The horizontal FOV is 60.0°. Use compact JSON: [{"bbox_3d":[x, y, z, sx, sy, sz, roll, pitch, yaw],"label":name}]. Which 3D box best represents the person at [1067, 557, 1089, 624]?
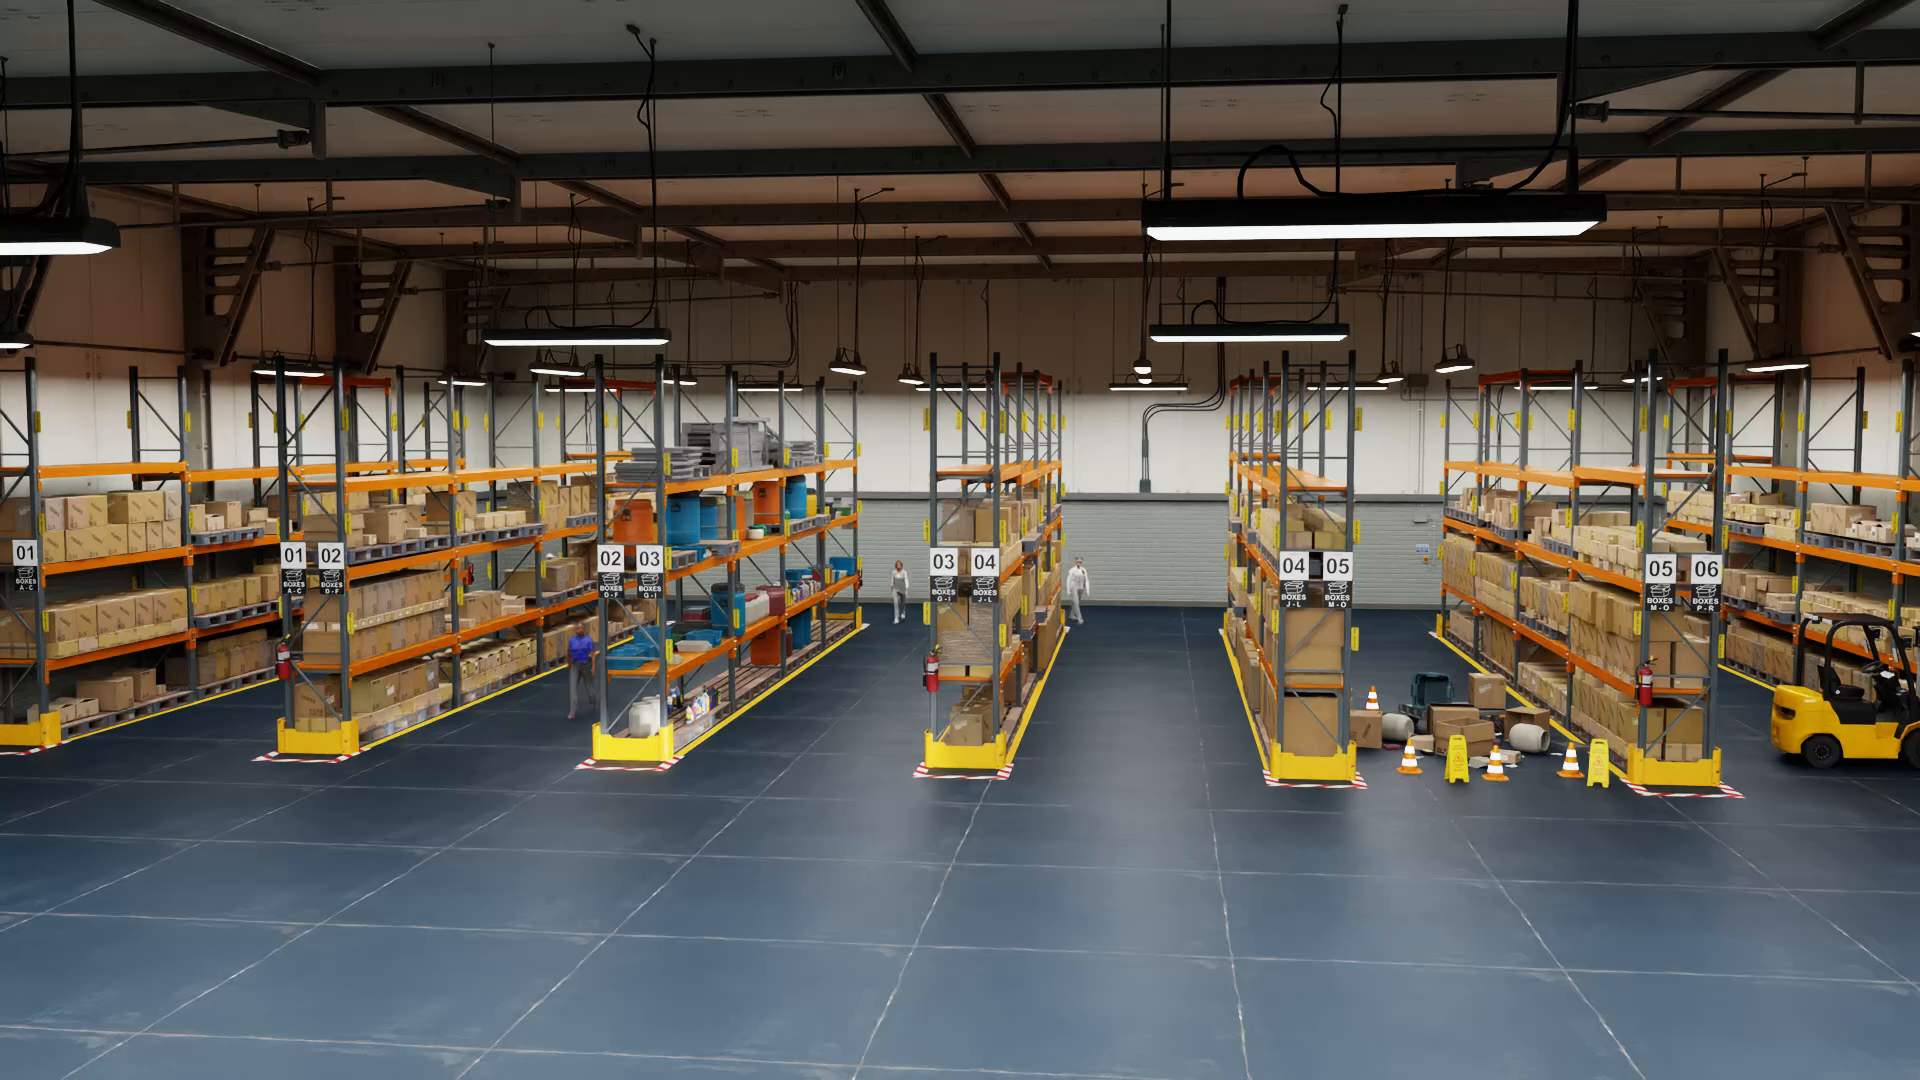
[{"bbox_3d":[2.959,1.233,41.561,0.494,1.646,0.967,-2,4,-25],"label":"person"}]

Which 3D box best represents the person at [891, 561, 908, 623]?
[{"bbox_3d":[-1.506,1.278,41.540,0.445,1.536,1.009,0,4,-1],"label":"person"}]

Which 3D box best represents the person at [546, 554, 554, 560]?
[{"bbox_3d":[-10.170,1.199,41.188,0.663,1.725,1.061,1,4,9],"label":"person"}]

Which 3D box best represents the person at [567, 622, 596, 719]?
[{"bbox_3d":[-6.440,2.184,28.316,0.549,1.593,1.033,0,4,4],"label":"person"}]
